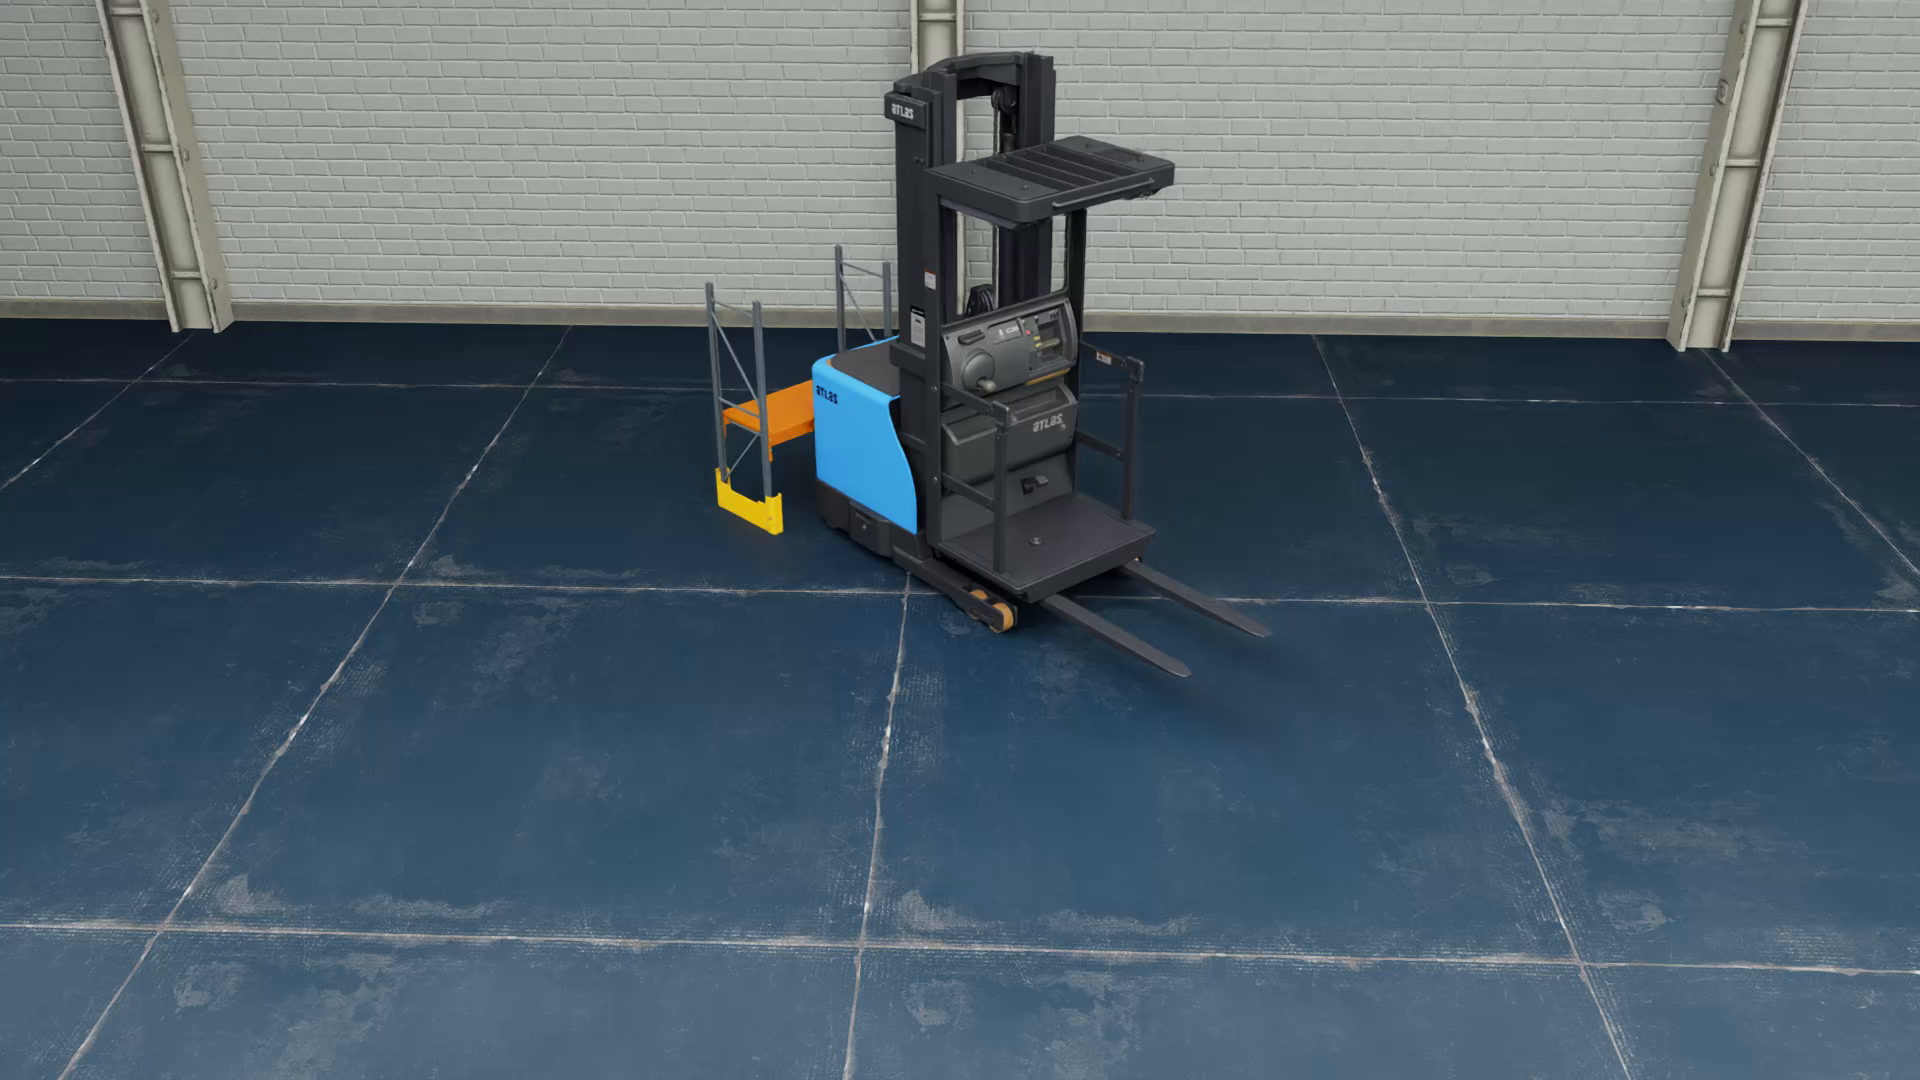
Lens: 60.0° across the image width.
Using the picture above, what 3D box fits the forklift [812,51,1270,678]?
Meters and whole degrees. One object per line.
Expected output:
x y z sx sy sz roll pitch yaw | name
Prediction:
0.423 -1.044 9.089 1.130 2.935 3.031 -21 35 -35 | forklift

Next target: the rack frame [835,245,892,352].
-0.613 -1.132 10.783 0.032 1.500 0.500 -25 36 -38 | rack frame

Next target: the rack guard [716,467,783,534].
-1.327 -0.254 10.460 0.087 0.250 0.587 -25 36 -38 | rack guard

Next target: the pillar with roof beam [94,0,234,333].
-6.311 -3.709 7.638 0.400 9.000 9.100 1 28 2 | pillar with roof beam

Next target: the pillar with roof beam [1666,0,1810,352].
5.682 -3.510 7.264 0.400 9.000 9.100 1 28 2 | pillar with roof beam

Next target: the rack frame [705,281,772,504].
-1.342 -0.800 10.156 0.032 1.500 0.500 -25 36 -38 | rack frame

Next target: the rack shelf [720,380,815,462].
-0.977 -0.807 10.554 1.000 0.185 0.538 -25 36 -38 | rack shelf

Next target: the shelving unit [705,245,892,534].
-0.971 -0.969 10.475 1.083 1.500 0.587 -25 36 -38 | shelving unit

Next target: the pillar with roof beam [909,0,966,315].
-0.315 -3.610 7.451 0.400 9.000 9.100 1 28 2 | pillar with roof beam
